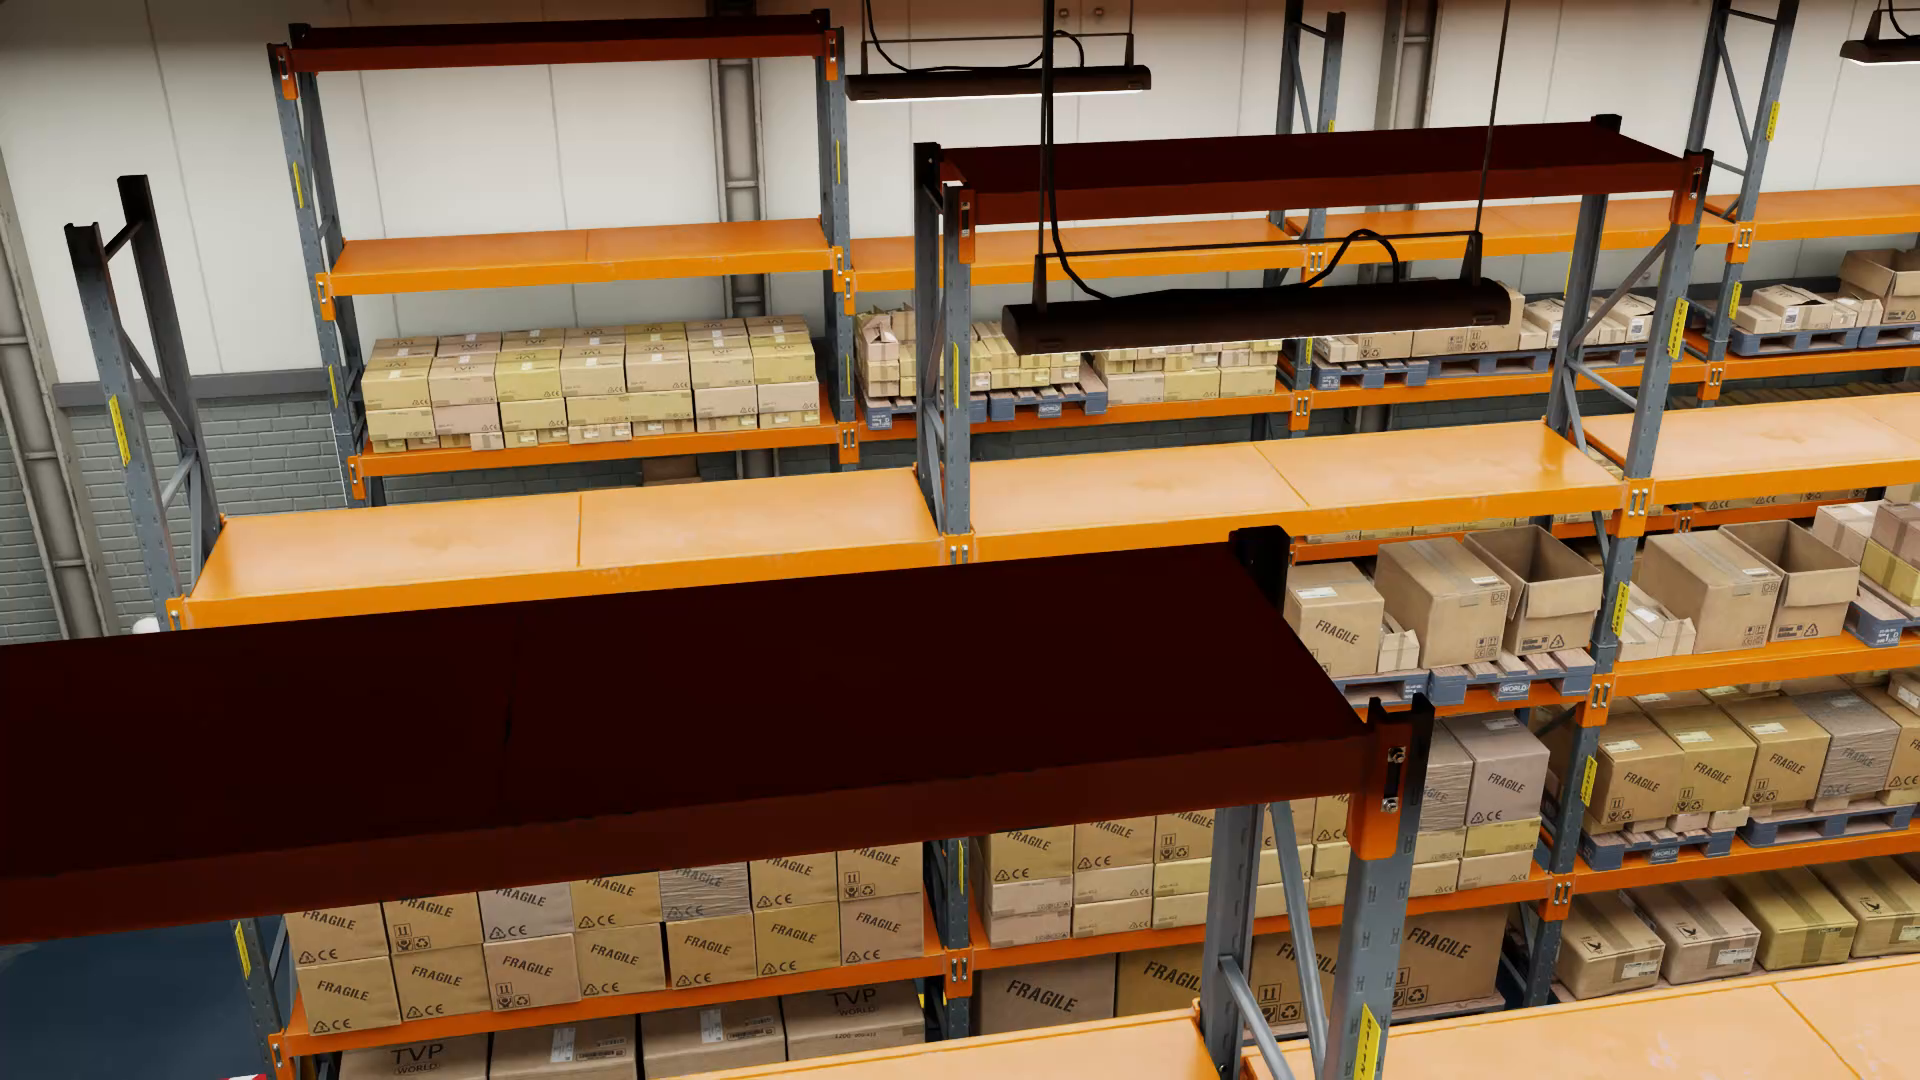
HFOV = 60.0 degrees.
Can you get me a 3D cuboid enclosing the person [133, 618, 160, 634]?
[{"bbox_3d":[-6.281,1.434,13.287,0.492,1.794,0.623,9,27,18],"label":"person"}]
